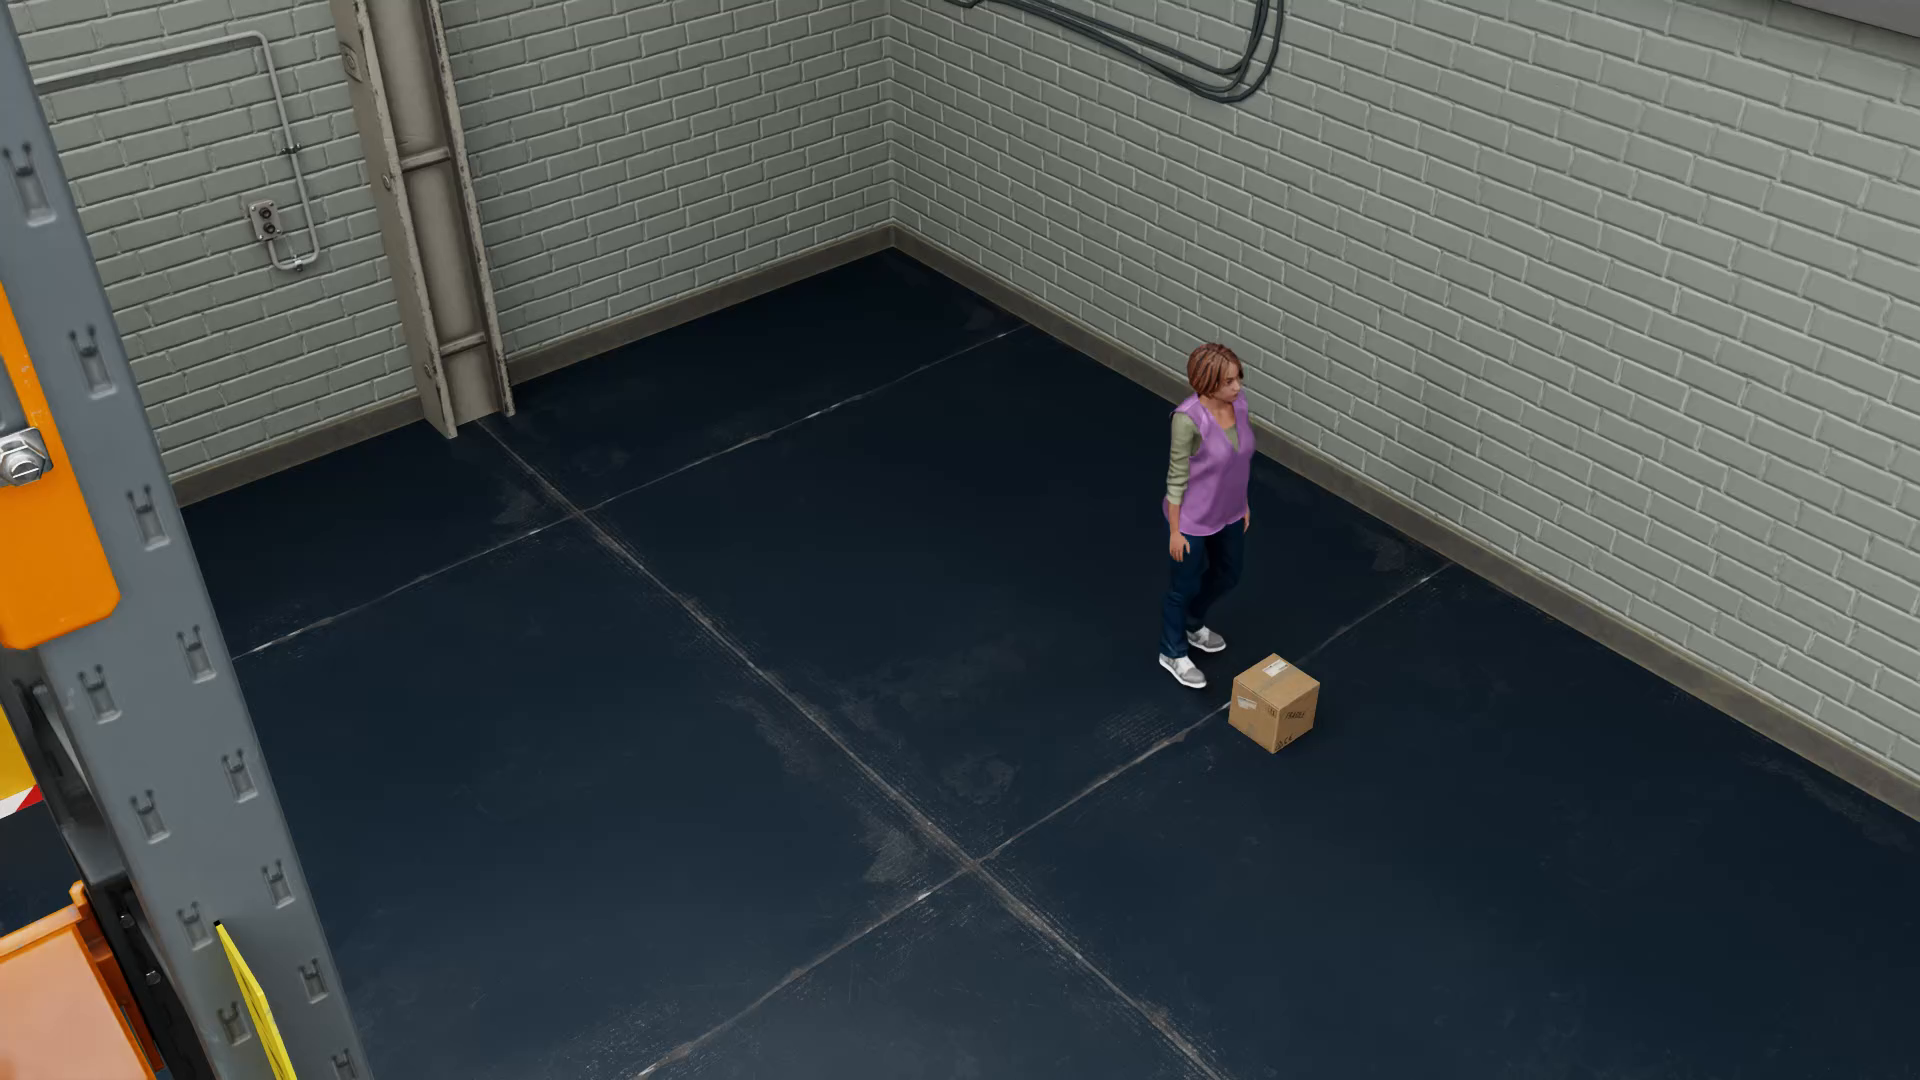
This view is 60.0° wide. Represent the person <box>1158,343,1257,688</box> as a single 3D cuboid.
[{"bbox_3d":[0.993,-0.107,6.777,0.422,1.596,0.352,-26,44,-31],"label":"person"}]
